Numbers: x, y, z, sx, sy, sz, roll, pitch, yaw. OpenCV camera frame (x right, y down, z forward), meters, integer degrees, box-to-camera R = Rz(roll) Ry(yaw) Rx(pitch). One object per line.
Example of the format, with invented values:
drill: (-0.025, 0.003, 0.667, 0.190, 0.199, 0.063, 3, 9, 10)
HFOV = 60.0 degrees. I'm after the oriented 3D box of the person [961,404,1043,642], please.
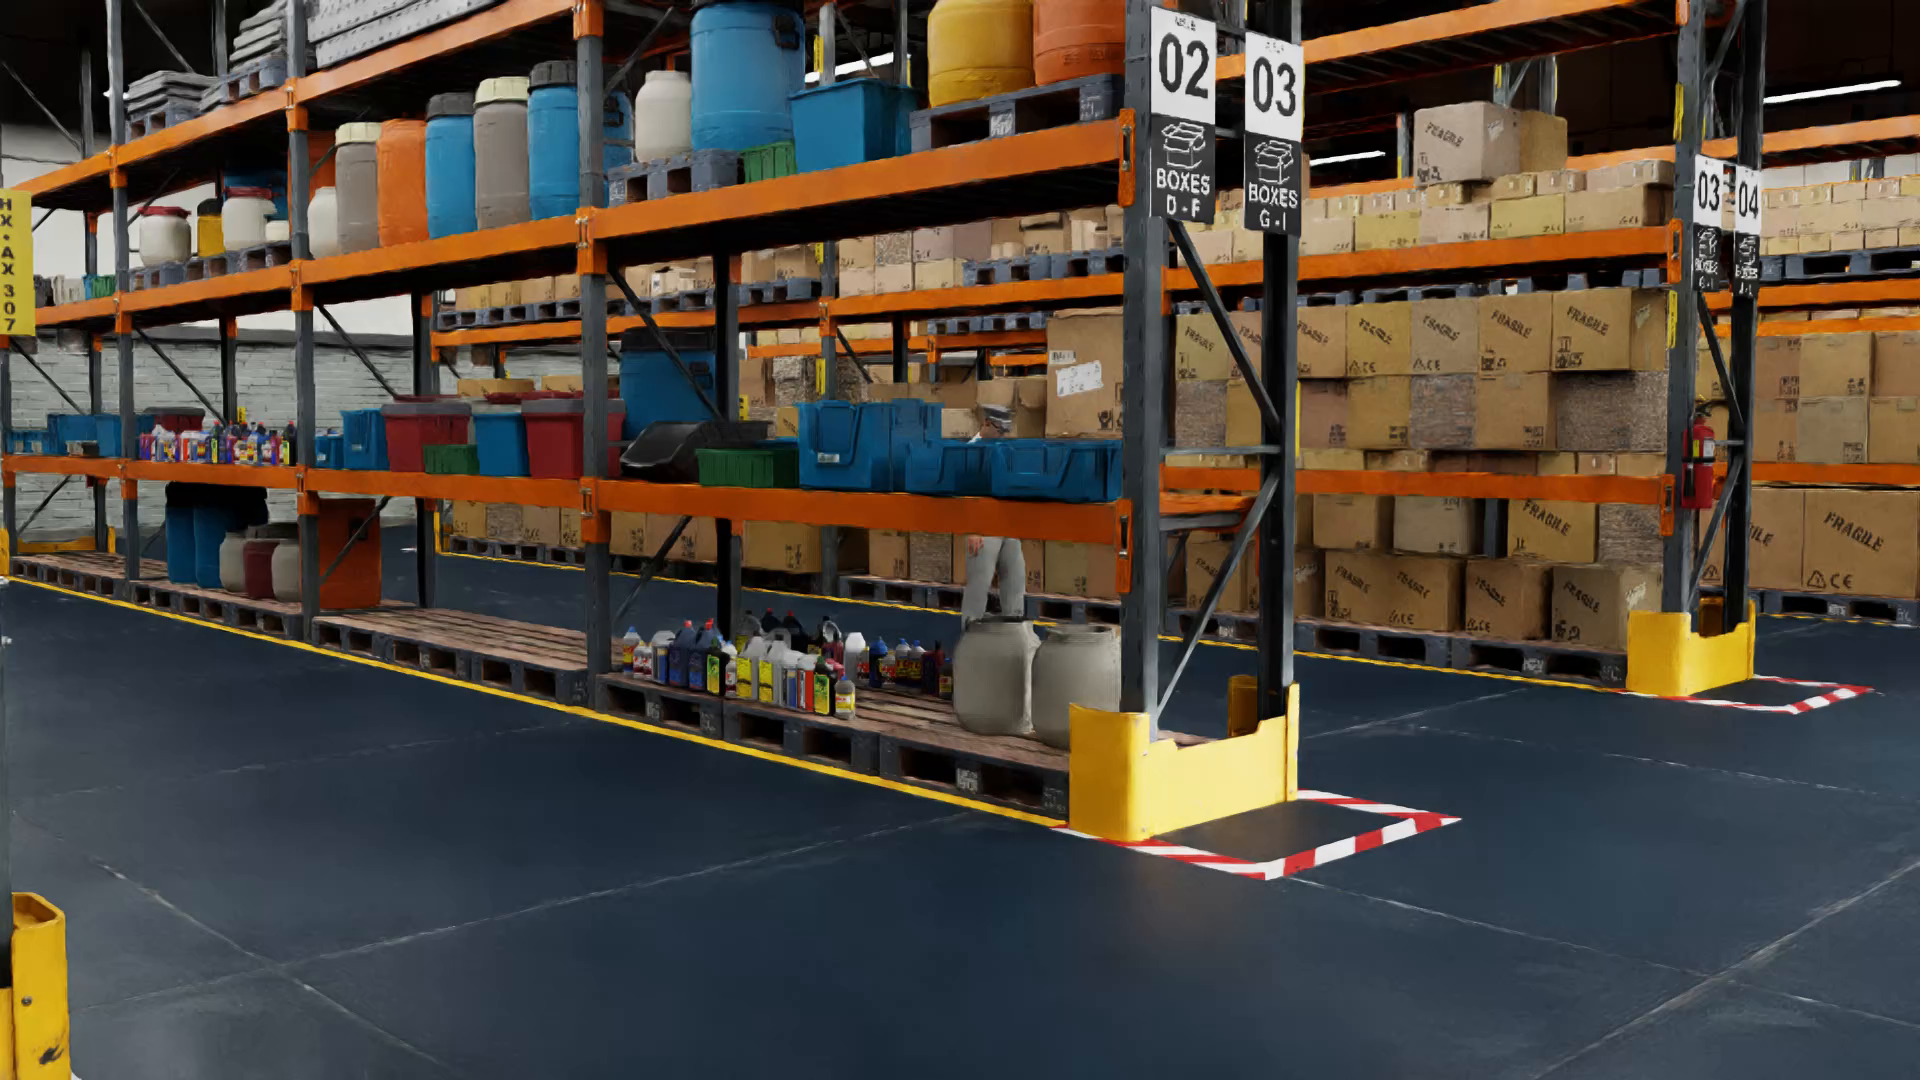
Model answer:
person: (0.275, -0.079, 11.674, 0.481, 1.741, 0.689, 2, 4, 28)
